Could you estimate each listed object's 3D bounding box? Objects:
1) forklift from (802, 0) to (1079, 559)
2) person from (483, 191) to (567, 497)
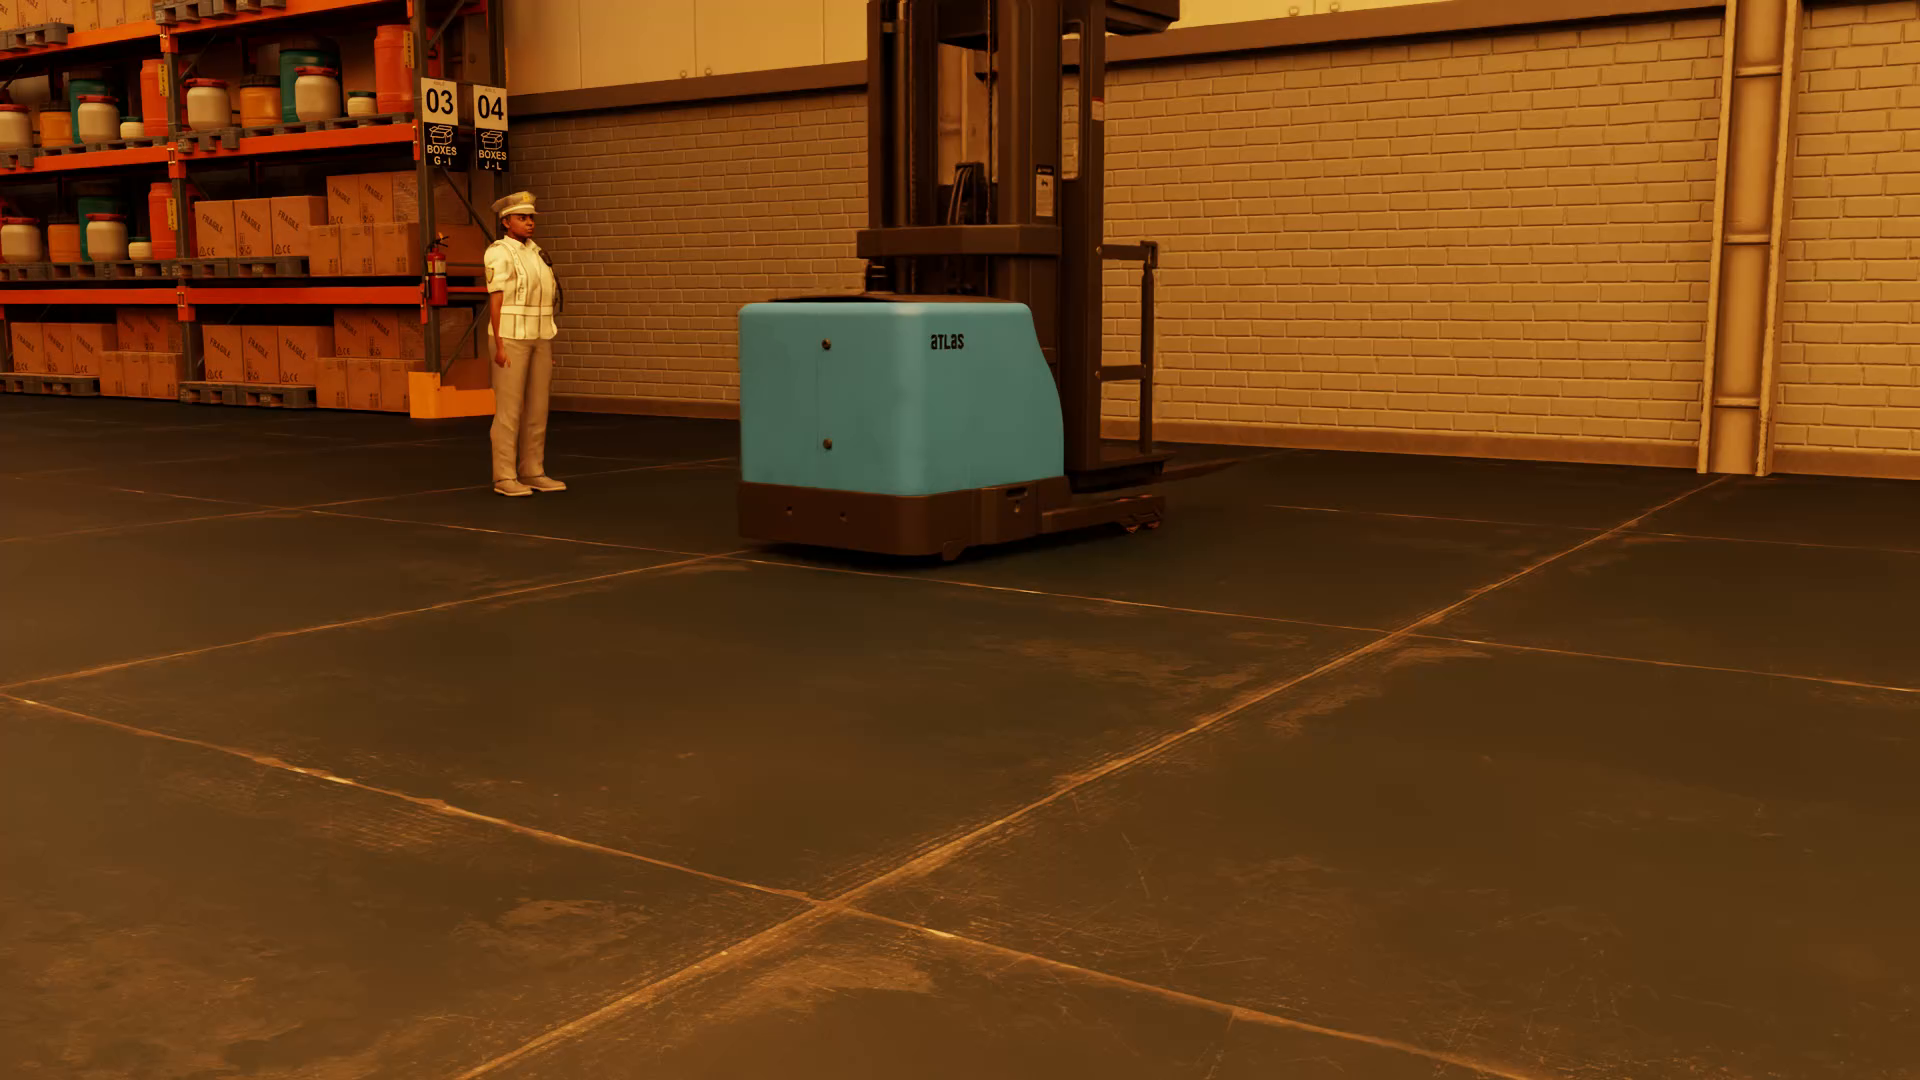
[{"bbox_3d":[0.008,-1.541,8.029,1.130,2.935,3.031,1,8,5],"label":"forklift"},{"bbox_3d":[-2.477,-1.109,9.406,0.346,1.694,0.451,4,9,26],"label":"person"}]
